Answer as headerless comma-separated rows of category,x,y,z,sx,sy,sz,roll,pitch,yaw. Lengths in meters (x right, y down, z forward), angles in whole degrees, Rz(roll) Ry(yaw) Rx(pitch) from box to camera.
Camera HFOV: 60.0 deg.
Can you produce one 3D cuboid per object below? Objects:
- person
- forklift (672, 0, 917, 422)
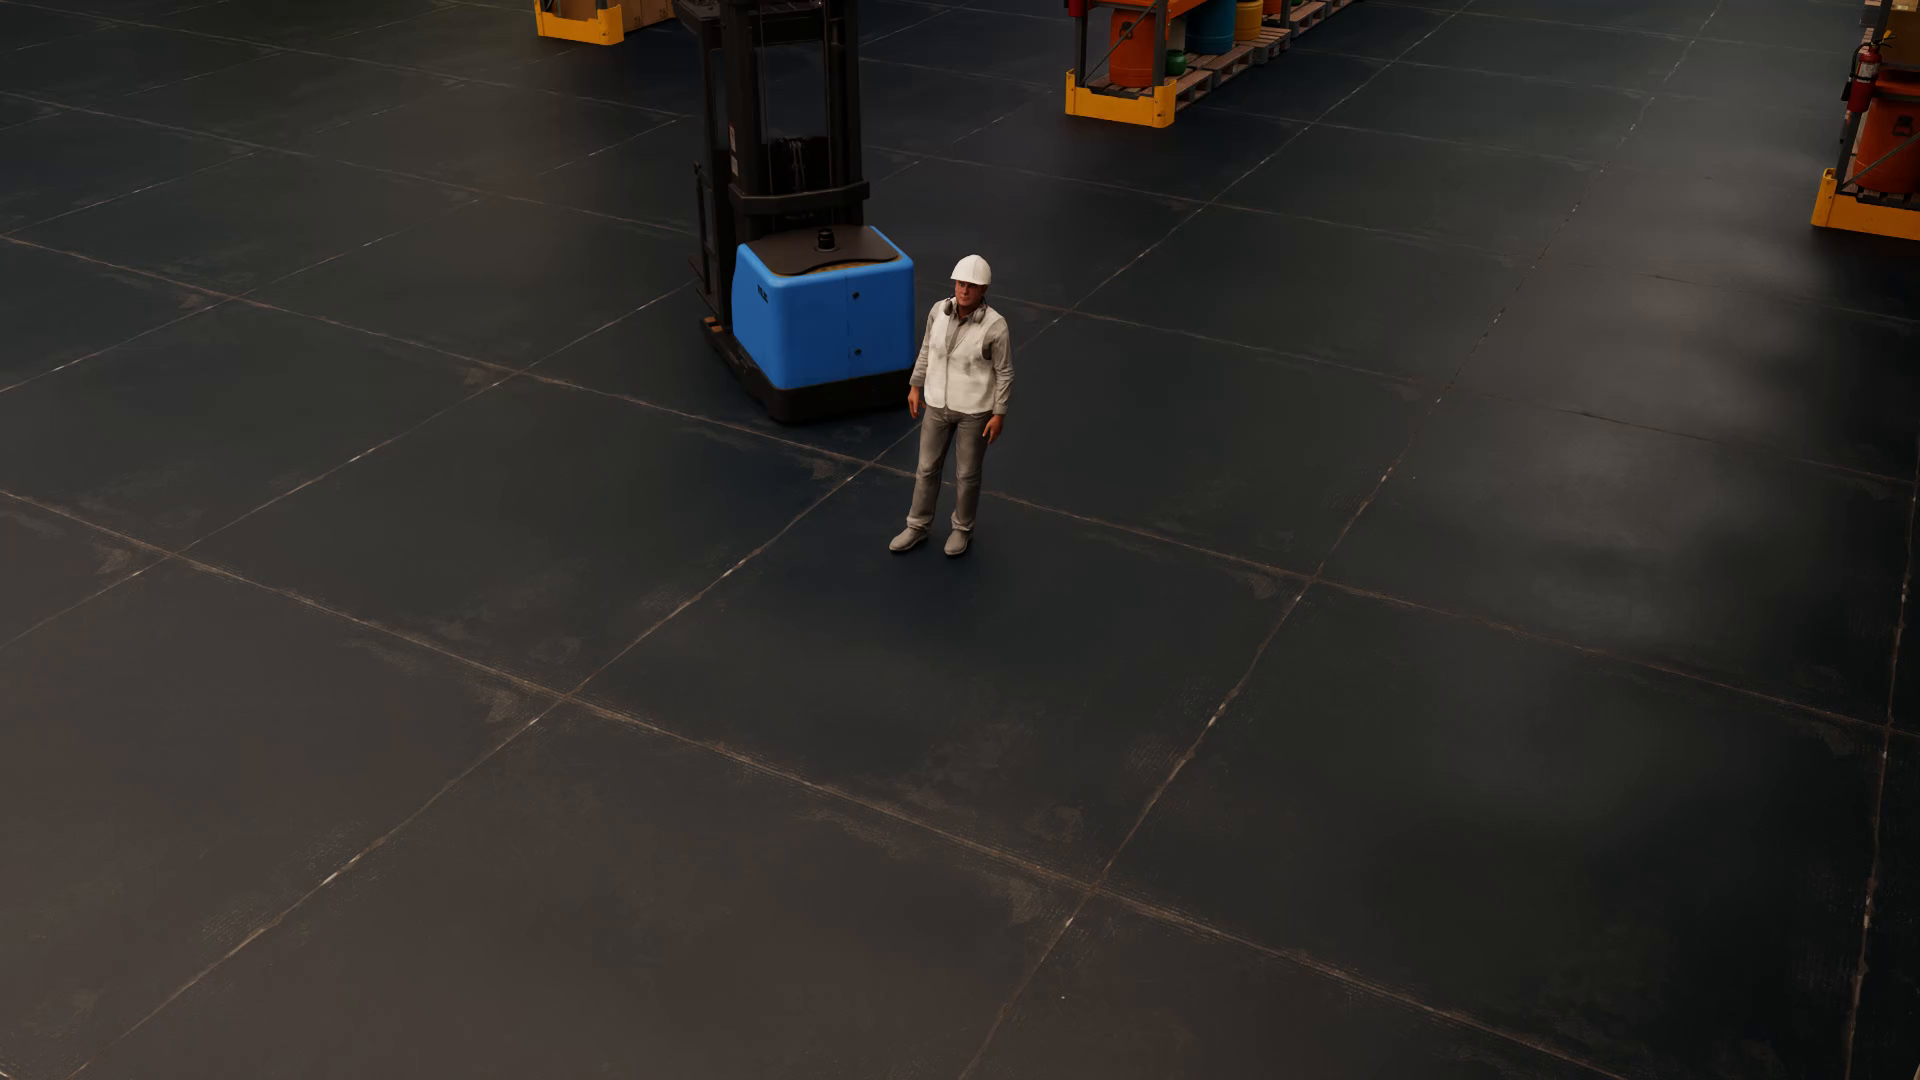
person,-0.037,-0.750,9.512,0.632,1.773,0.568,15,33,25
forklift,-1.335,-2.787,11.900,1.130,2.935,3.031,-12,32,-20
